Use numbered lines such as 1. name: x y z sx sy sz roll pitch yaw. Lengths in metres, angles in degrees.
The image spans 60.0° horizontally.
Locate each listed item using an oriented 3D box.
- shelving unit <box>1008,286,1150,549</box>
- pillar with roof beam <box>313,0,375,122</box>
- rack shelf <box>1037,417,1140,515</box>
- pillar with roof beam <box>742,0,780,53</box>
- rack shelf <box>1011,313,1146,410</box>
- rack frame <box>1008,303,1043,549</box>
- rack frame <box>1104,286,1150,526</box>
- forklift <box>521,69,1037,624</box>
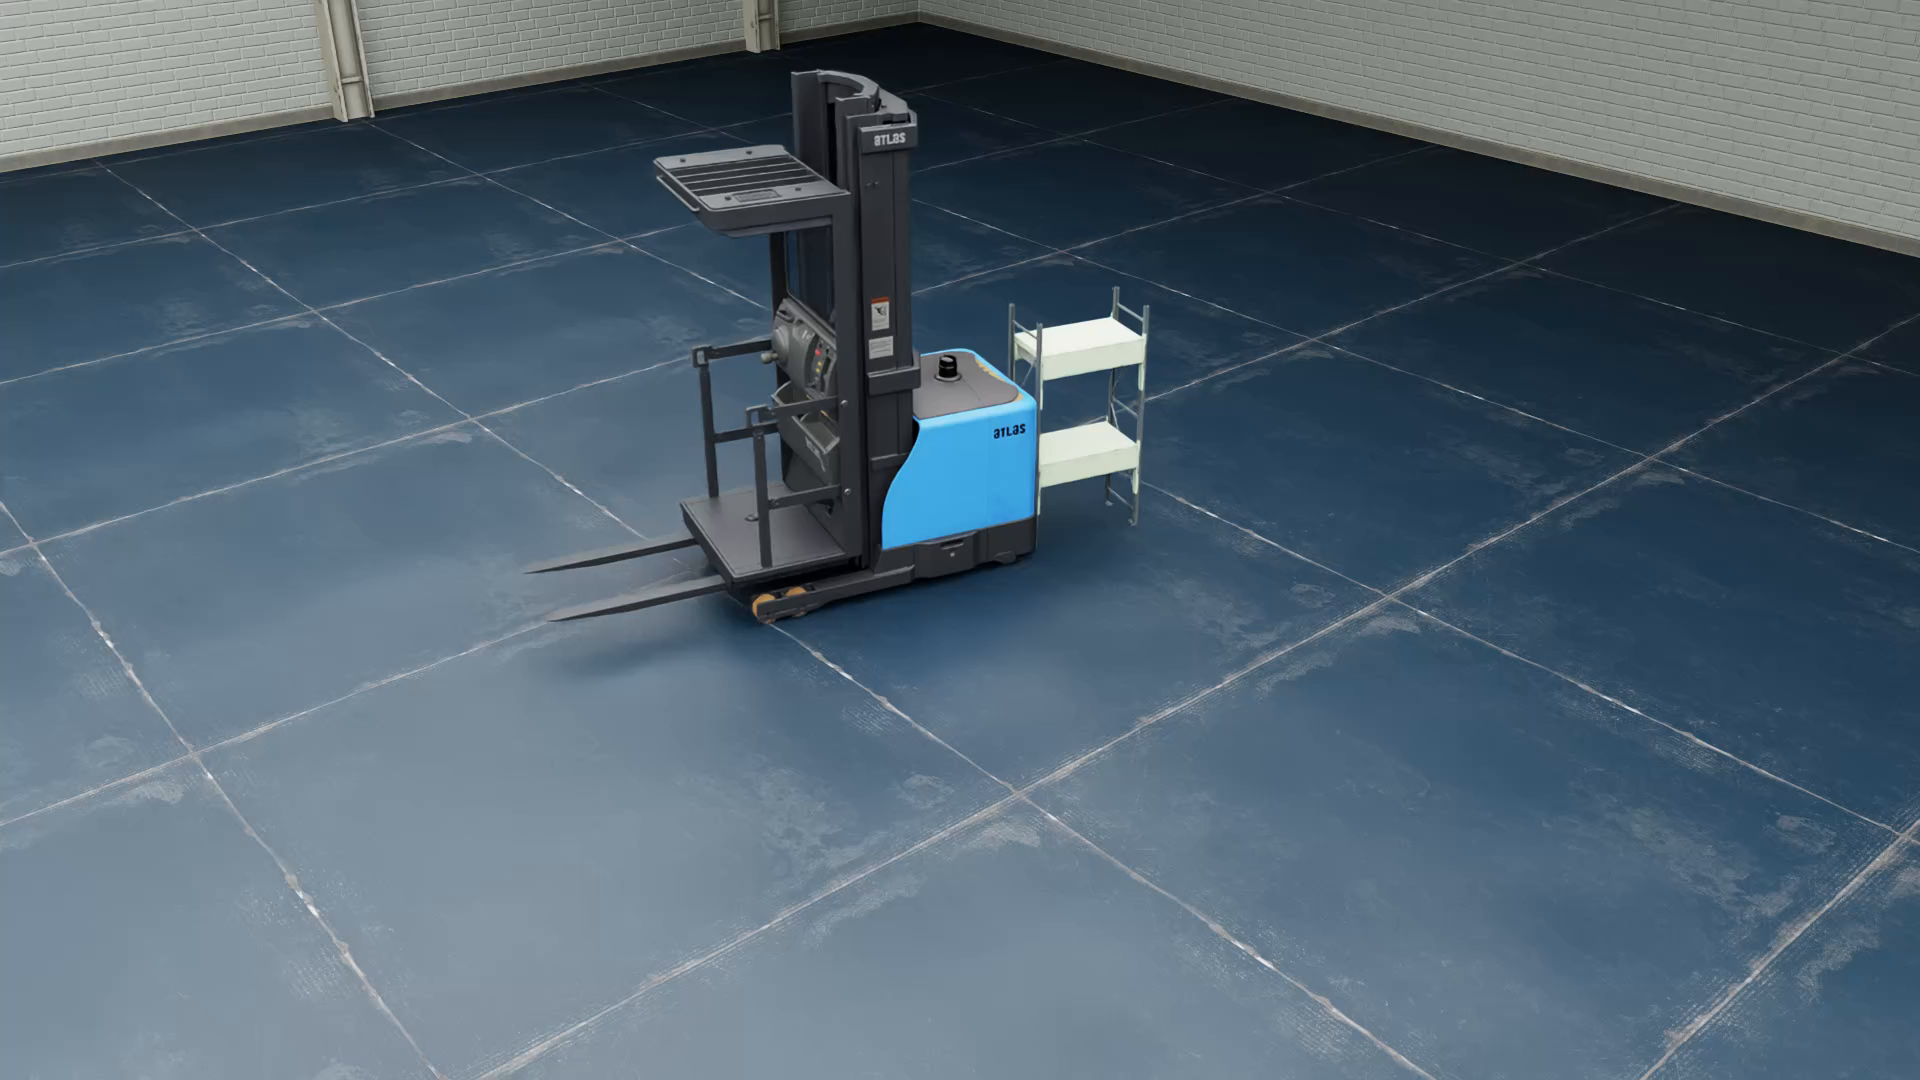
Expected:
1. shelving unit: 0.724 -0.765 10.449 0.755 1.500 0.431 -12 31 -22
2. pillar with roof beam: -4.580 -7.577 15.239 0.400 9.000 9.100 -22 35 -35
3. rack shelf: 0.724 -0.478 10.602 0.720 0.370 0.431 -12 31 -22
4. pillar with roof beam: -0.015 -9.412 18.673 0.400 9.000 9.100 -22 35 -35
5. rack shelf: 0.724 -1.109 10.265 0.720 0.370 0.431 -12 31 -22
6. rack frame: 0.393 -0.692 10.311 0.023 1.500 0.400 -12 31 -22
7. rack frame: 1.056 -0.838 10.586 0.023 1.500 0.400 -12 31 -22
8. forklift: -1.083 -1.090 9.538 3.031 2.935 1.130 -12 31 -22
